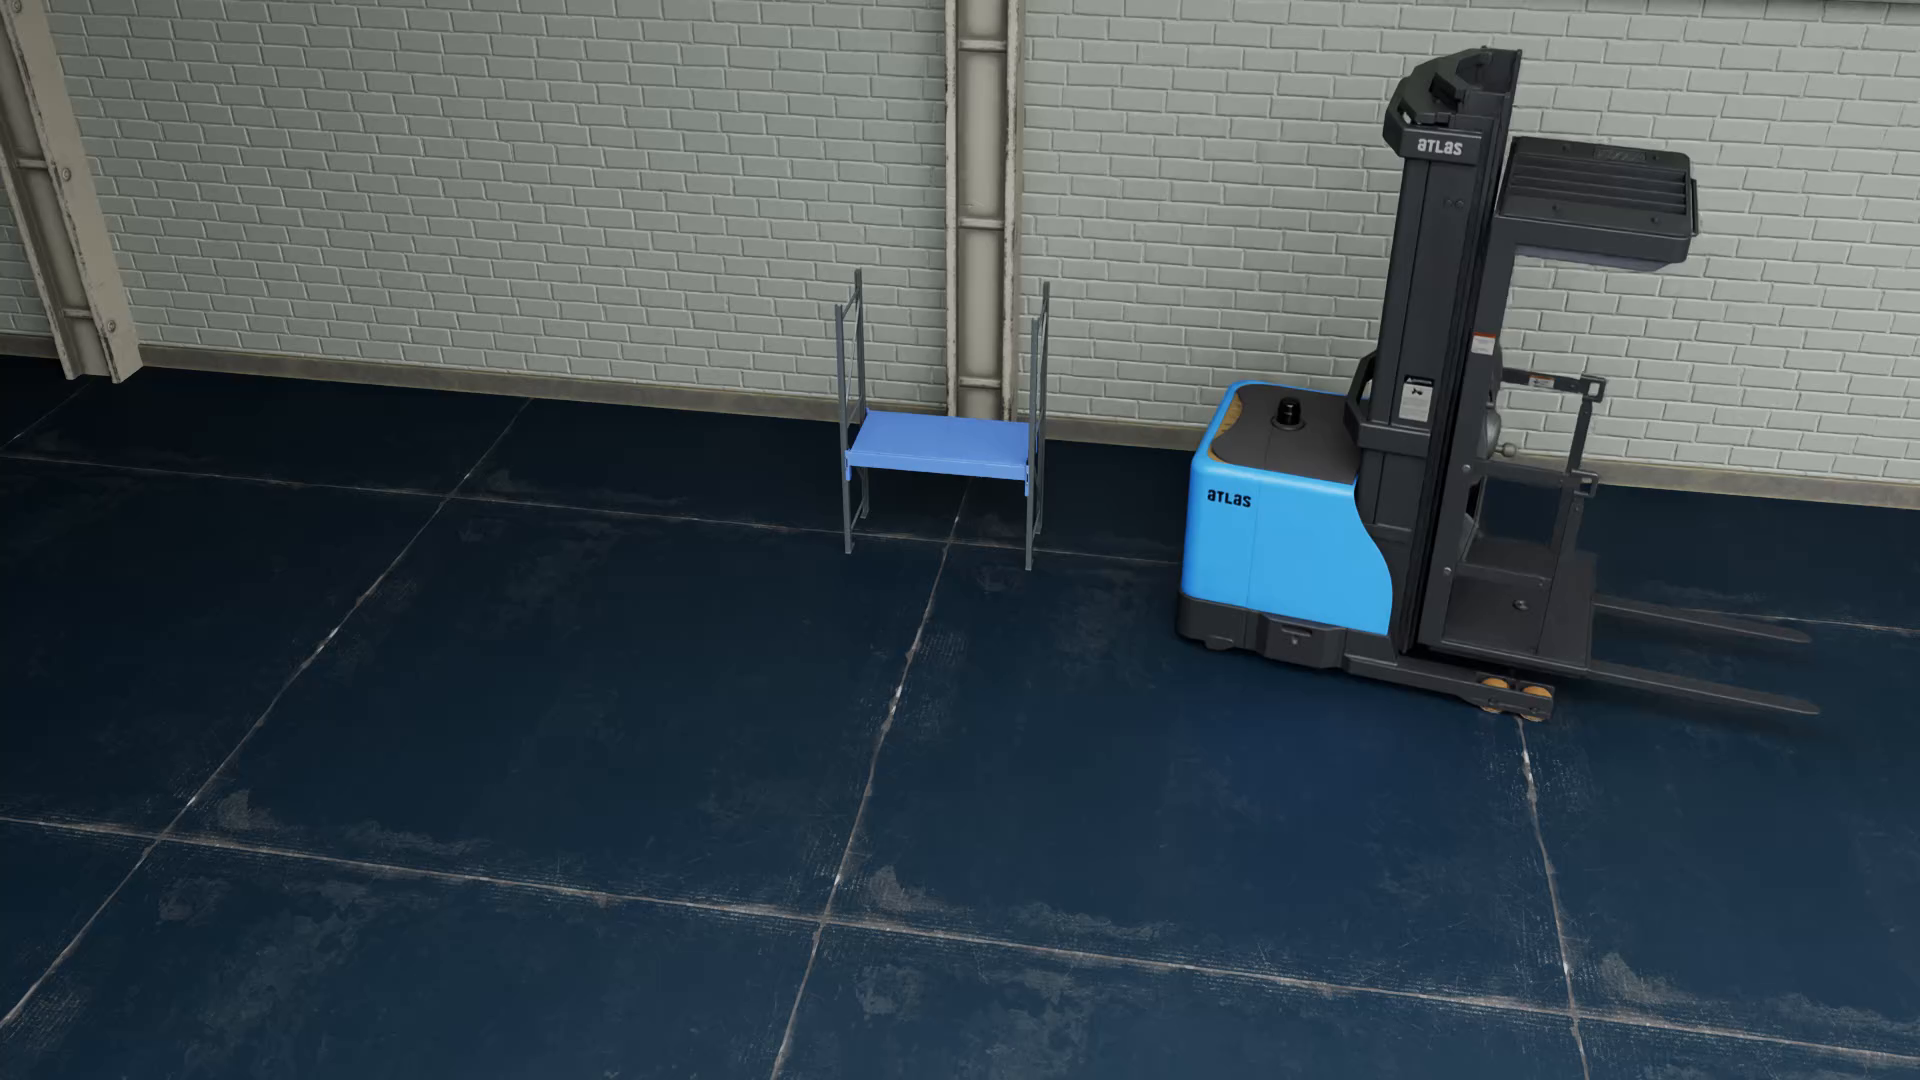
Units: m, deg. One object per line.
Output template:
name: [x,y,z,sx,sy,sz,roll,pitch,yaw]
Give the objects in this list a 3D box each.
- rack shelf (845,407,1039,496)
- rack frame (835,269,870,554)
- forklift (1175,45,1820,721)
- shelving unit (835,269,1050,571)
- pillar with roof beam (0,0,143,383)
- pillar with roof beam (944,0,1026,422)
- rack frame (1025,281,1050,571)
rack shelf: [-0.084,-0.491,9.134,1.000,0.185,0.538,5,32,8]
rack frame: [-0.585,-0.689,9.111,0.032,1.500,0.500,5,32,8]
forklift: [2.680,-0.687,7.759,3.031,2.935,1.130,11,34,17]
shelving unit: [-0.084,-0.643,9.038,1.048,1.500,0.538,5,32,8]
pillar with roof beam: [-6.501,-2.705,5.264,0.400,9.000,9.100,5,32,8]
pillar with roof beam: [-0.586,-2.169,4.408,0.400,9.000,9.100,5,32,8]
rack frame: [0.417,-0.598,8.966,0.032,1.500,0.500,5,32,8]
